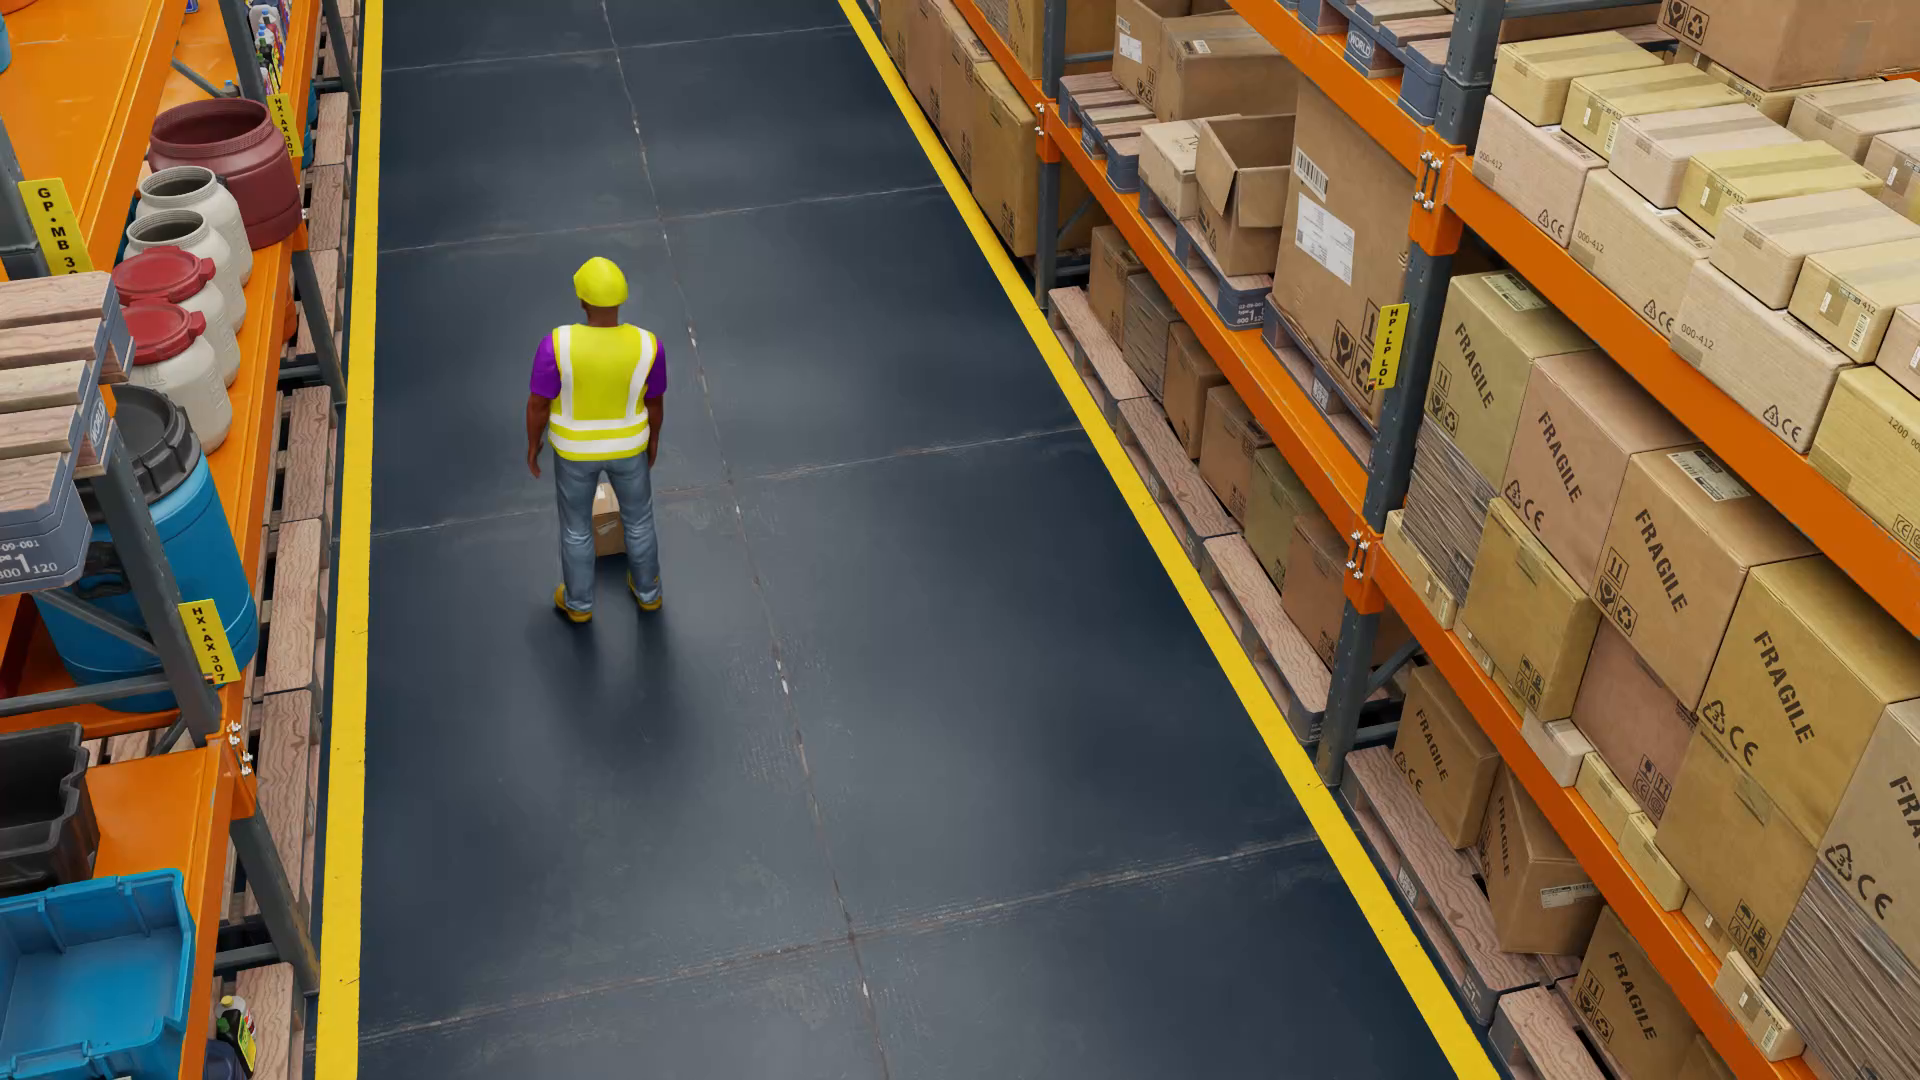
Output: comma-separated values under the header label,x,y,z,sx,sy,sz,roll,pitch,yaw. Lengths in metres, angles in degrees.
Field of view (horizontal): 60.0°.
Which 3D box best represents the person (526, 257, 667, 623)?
label,x,y,z,sx,sy,sz,roll,pitch,yaw
person,-1.562,-0.421,7.228,0.644,1.777,0.370,-8,39,-11
